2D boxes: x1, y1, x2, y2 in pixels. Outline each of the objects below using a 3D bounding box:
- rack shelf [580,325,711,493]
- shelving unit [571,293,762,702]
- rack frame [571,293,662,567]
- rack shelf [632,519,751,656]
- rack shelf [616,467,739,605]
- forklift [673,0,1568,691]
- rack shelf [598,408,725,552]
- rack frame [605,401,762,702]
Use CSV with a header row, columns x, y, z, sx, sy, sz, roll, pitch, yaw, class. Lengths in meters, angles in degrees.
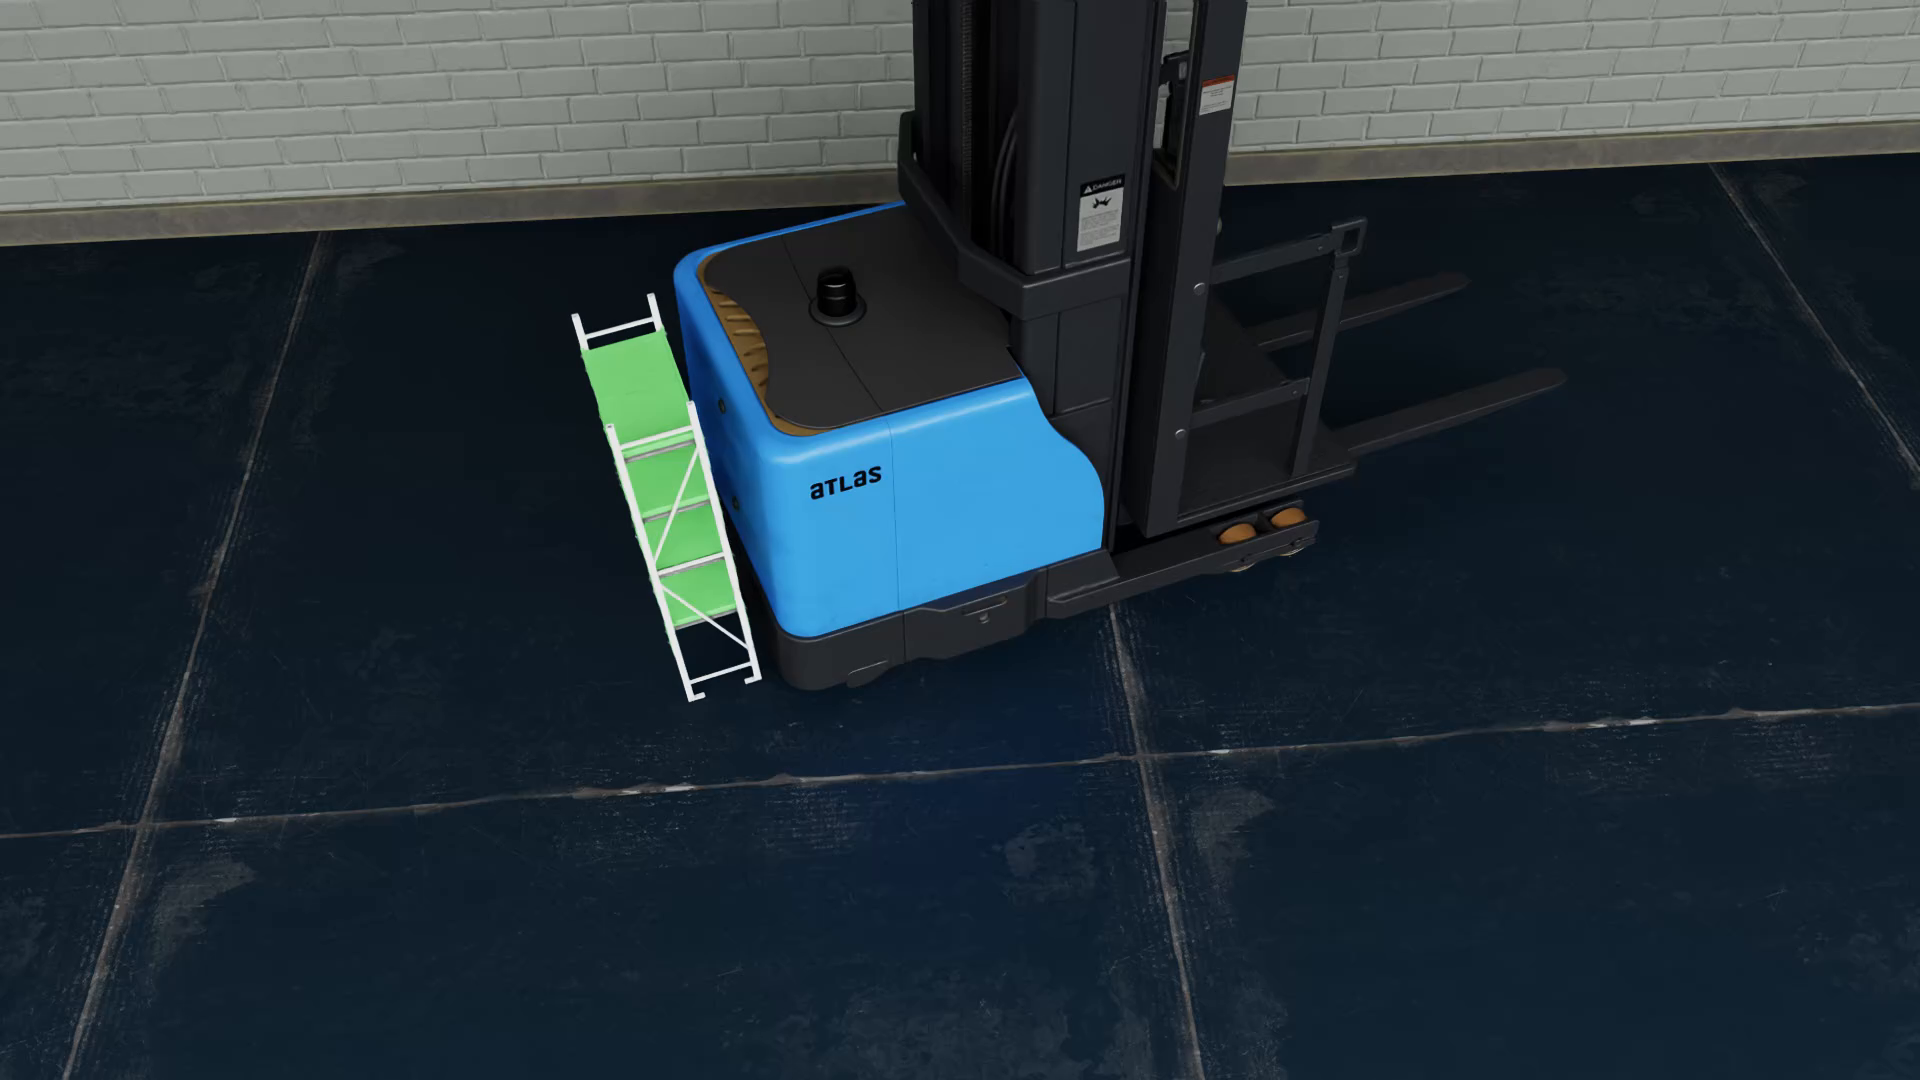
x,y,z,sx,sy,sz,roll,pitch,yaw,class
-0.891,-0.376,4.697,0.258,0.148,0.480,-17,49,-11,rack shelf
-0.866,-0.097,5.004,0.258,1.200,0.503,-17,49,-11,shelving unit
-0.948,-0.263,5.162,0.240,1.200,0.015,-17,49,-11,rack frame
-0.847,0.107,5.229,0.258,0.148,0.480,-17,49,-11,rack shelf
-0.862,-0.054,5.051,0.258,0.148,0.480,-17,49,-11,rack shelf
0.671,-1.238,4.904,3.031,2.935,1.130,-17,49,-15,forklift
-0.877,-0.215,4.874,0.258,0.148,0.480,-17,49,-11,rack shelf
-0.784,0.070,4.846,0.240,1.200,0.015,-17,49,-11,rack frame
